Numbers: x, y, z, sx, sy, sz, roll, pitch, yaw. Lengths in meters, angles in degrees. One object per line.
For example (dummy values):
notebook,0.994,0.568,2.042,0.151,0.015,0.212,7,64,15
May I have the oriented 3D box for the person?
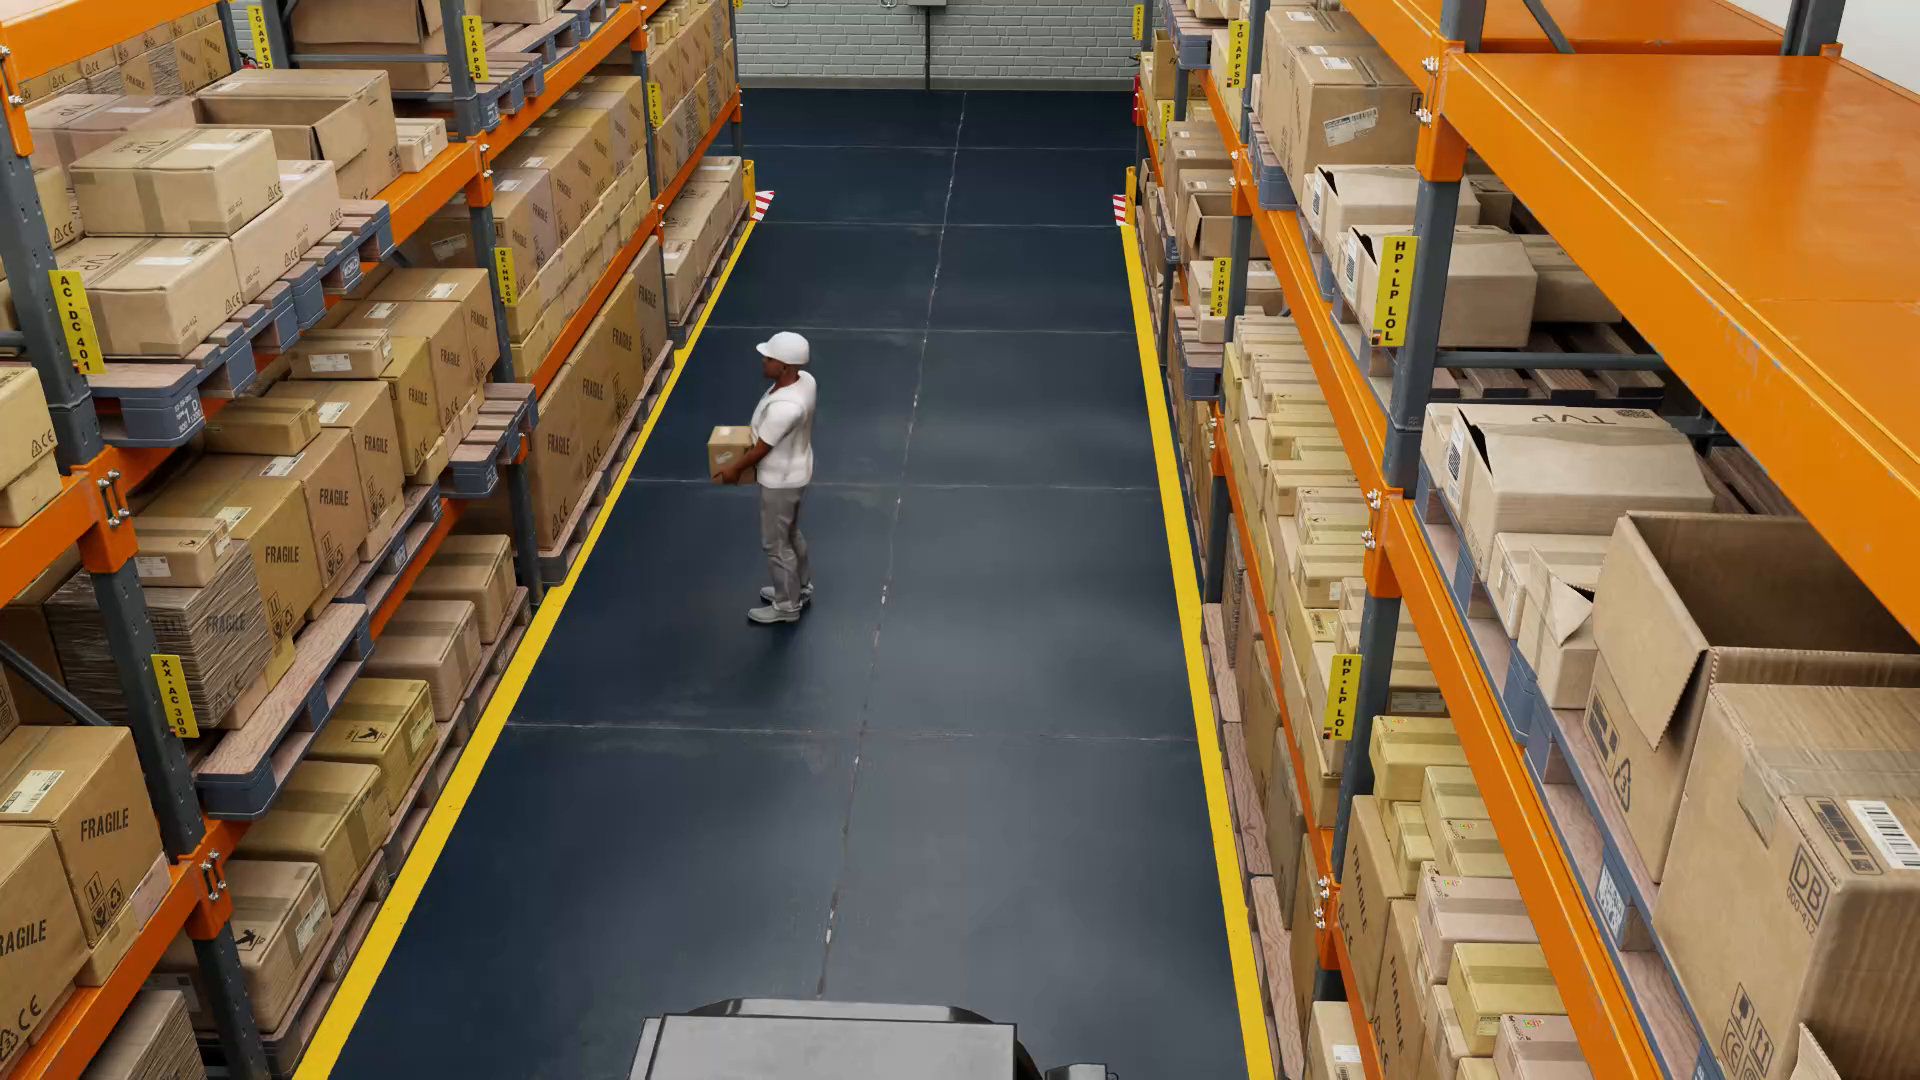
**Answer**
person,-1.104,-0.362,9.519,0.575,1.764,0.510,2,28,3
